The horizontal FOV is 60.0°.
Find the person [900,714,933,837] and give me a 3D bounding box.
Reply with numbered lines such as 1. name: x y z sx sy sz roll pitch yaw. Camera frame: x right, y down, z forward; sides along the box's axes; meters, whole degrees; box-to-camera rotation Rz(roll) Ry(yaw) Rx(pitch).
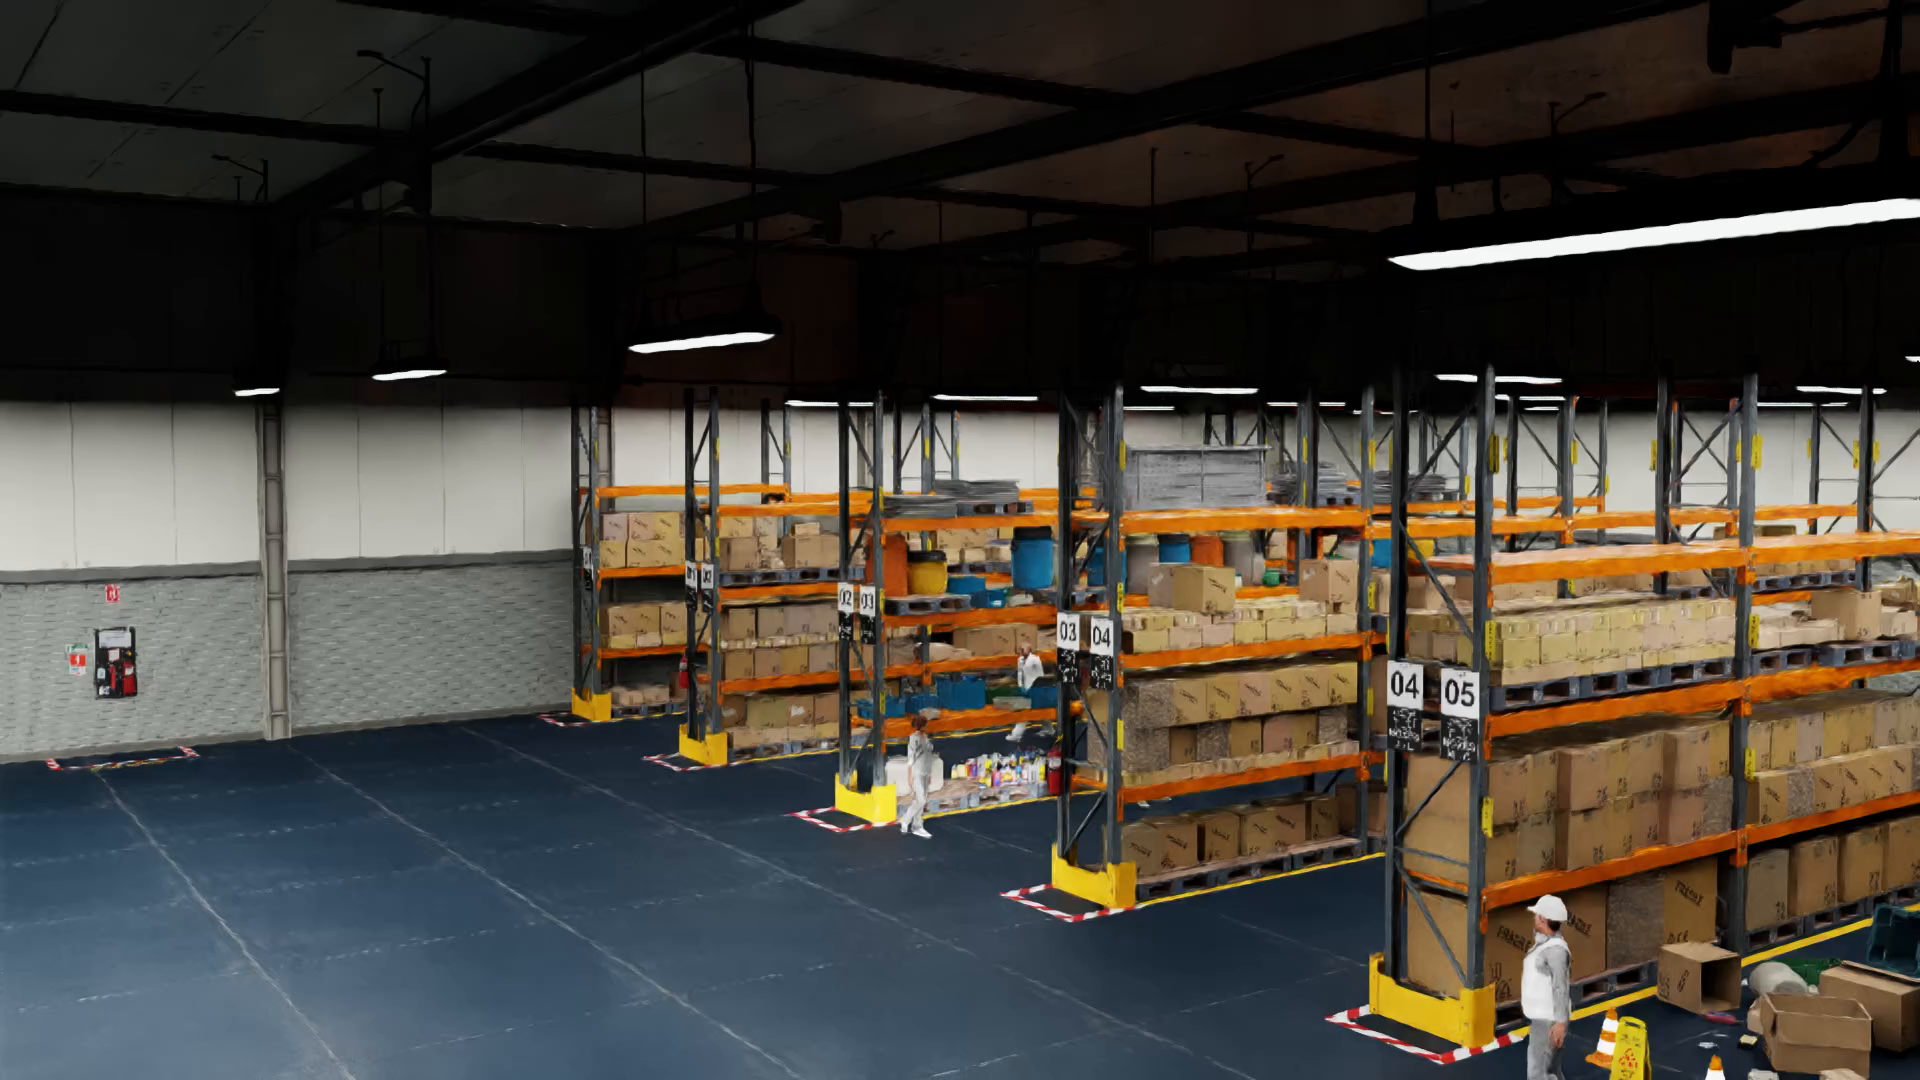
1. person: -0.559 3.065 21.626 0.407 1.594 0.458 2 4 27

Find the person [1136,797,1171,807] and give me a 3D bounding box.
1. person: 2.733 2.897 23.506 0.433 1.684 0.553 2 4 29

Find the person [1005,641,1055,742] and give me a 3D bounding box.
1. person: 1.170 2.577 28.590 1.194 1.698 0.585 -2 4 -32

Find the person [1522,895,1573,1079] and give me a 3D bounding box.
1. person: 4.393 3.537 12.337 0.435 1.766 0.654 1 4 17
